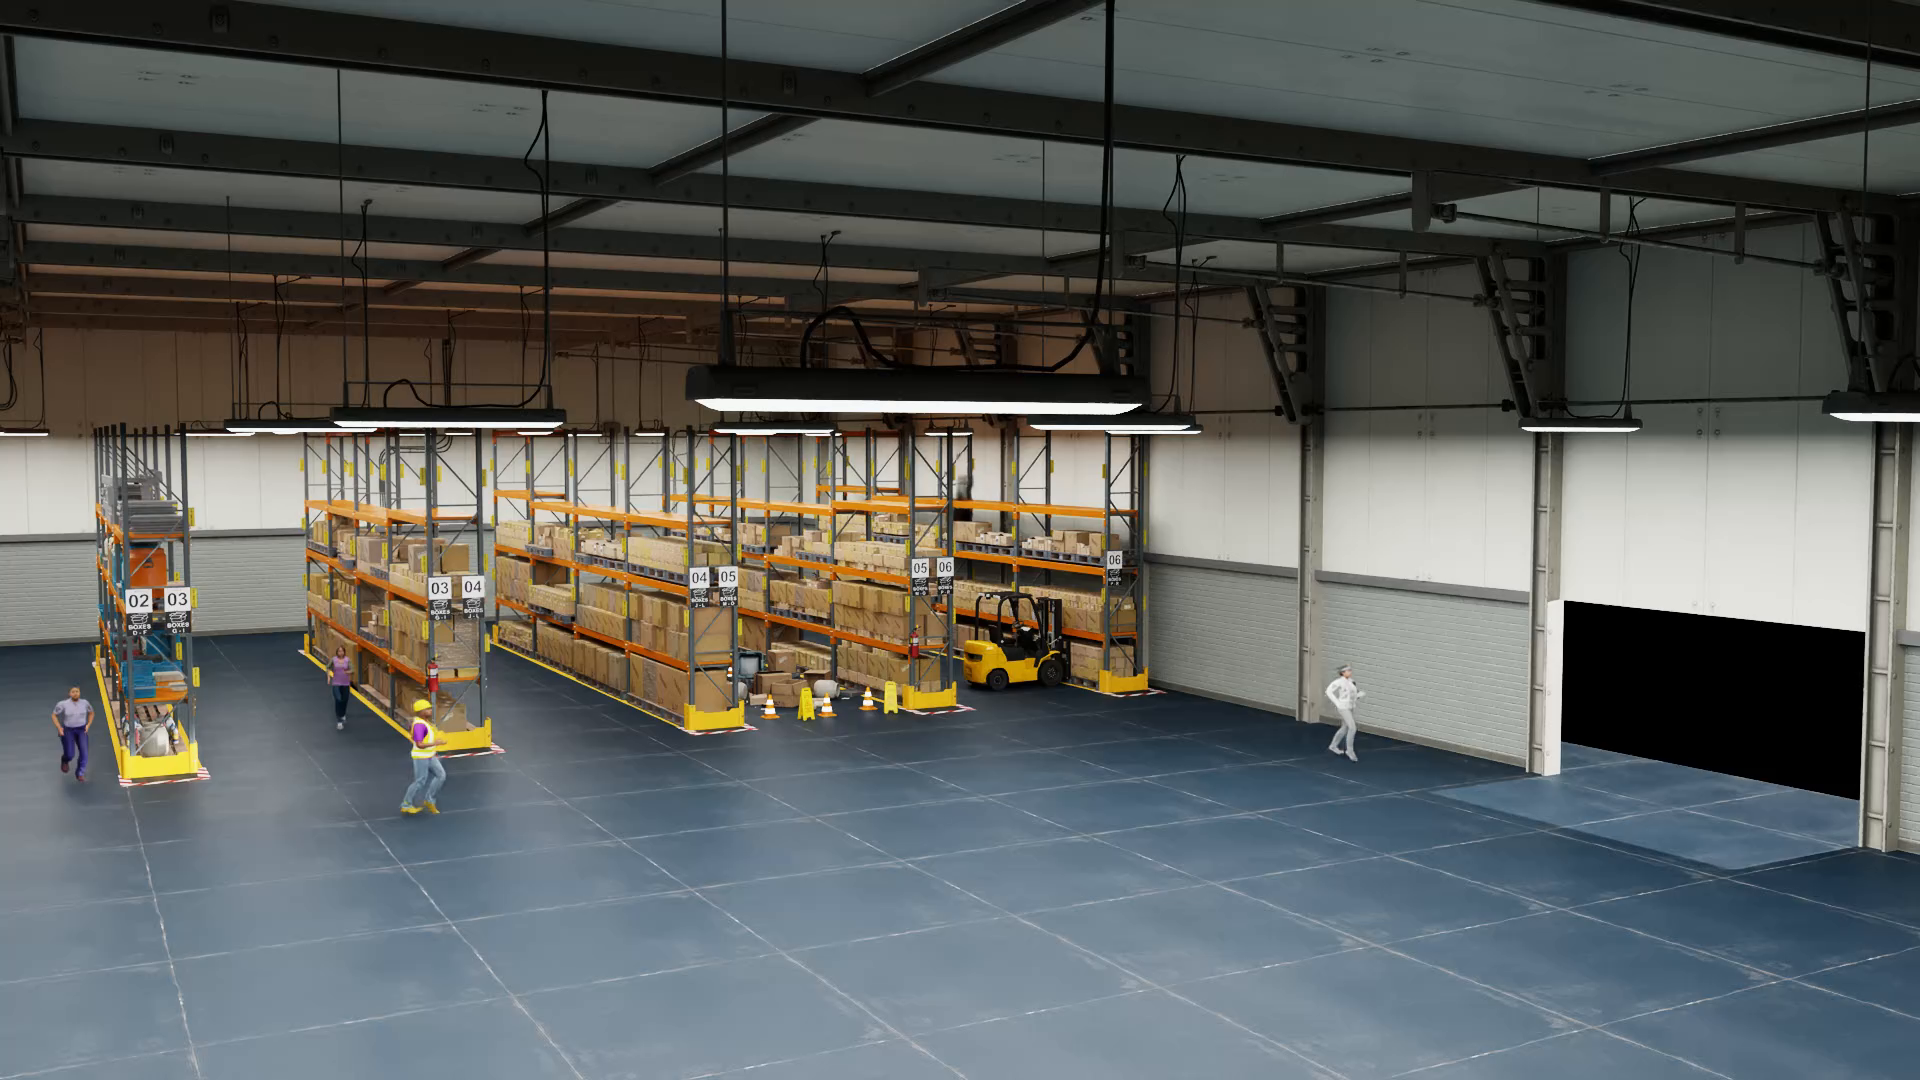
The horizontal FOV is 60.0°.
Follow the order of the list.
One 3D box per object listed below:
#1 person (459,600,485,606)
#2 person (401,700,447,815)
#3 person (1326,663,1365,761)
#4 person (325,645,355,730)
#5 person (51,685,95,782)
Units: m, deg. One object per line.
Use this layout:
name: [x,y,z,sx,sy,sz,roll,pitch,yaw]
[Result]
person: [-13.890,2.001,47.124,0.721,1.731,0.812,2,4,29]
person: [-8.126,3.321,25.248,0.738,1.806,0.671,0,3,-4]
person: [6.917,3.070,29.817,0.709,1.753,0.593,3,5,42]
person: [-12.306,2.909,33.054,0.516,1.628,0.759,-2,4,-30]
person: [-14.894,3.243,27.948,0.645,1.629,0.554,-3,5,-43]
